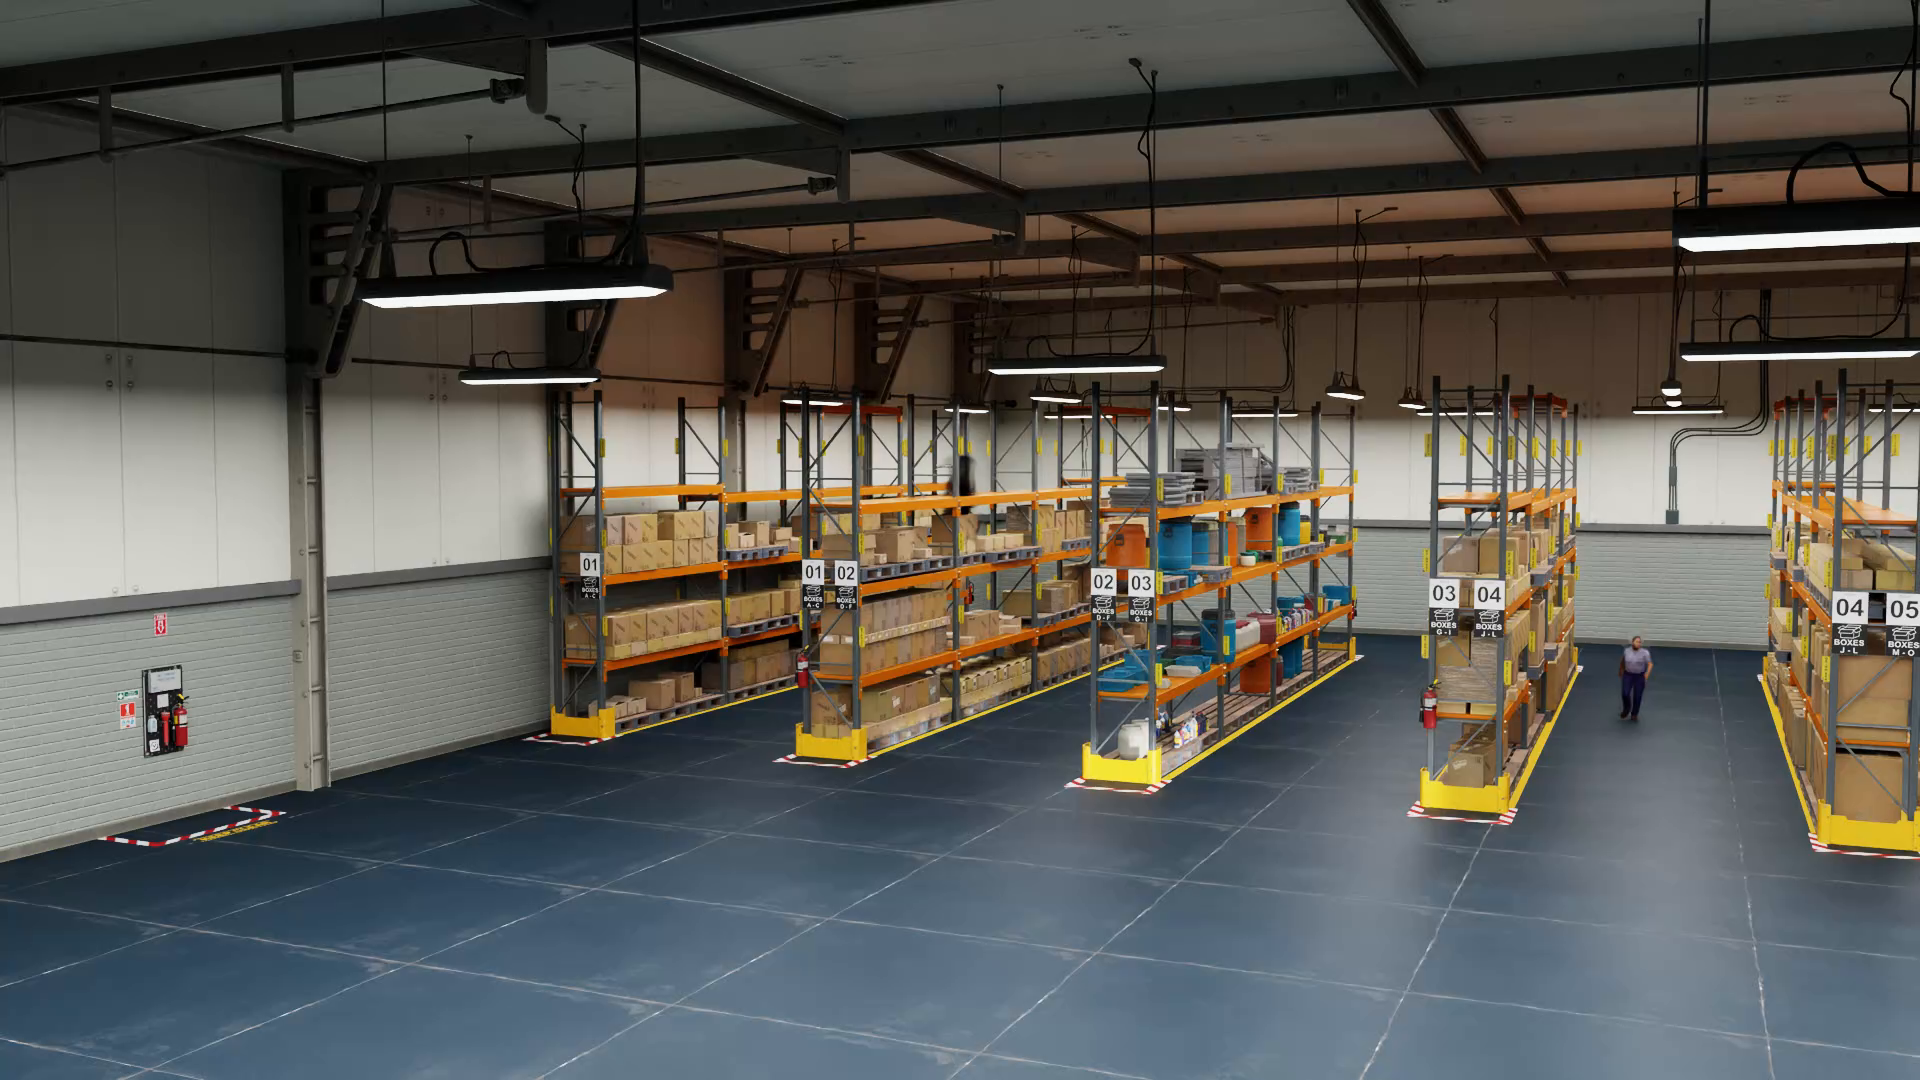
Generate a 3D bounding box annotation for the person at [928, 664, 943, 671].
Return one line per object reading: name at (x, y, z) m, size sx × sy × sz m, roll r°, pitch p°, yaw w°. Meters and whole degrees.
person at (-0.543, 2.315, 34.634) m, size 0.575 × 1.559 × 0.735 m, roll 1°, pitch 3°, yaw 15°

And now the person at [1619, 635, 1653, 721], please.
person at (12.313, 2.531, 30.322) m, size 0.597 × 1.588 × 0.749 m, roll 1°, pitch 3°, yaw 24°
